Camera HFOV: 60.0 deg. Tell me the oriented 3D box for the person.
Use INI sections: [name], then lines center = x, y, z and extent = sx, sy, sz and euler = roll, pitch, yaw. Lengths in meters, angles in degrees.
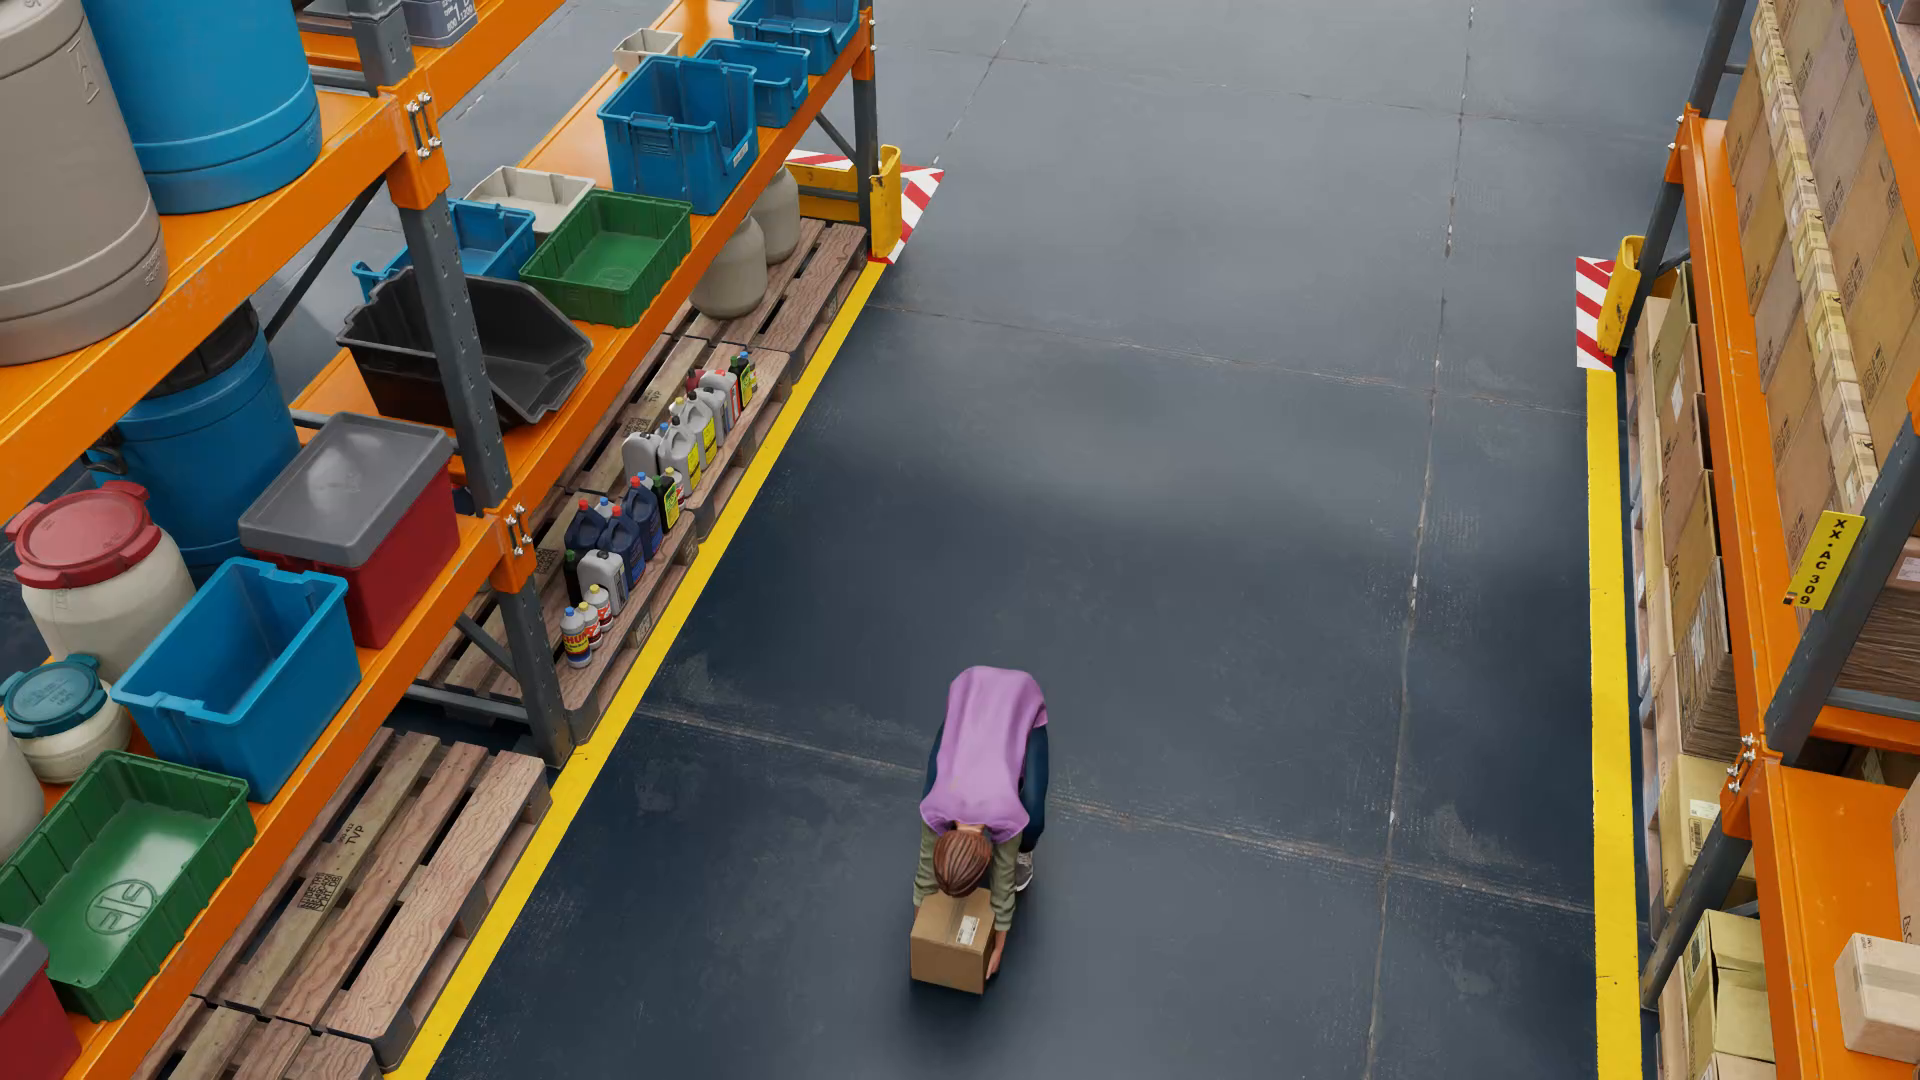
[person]
center = 0.076, 0.938, 5.674
extent = 0.429, 0.846, 0.855
euler = 8, 42, 9
